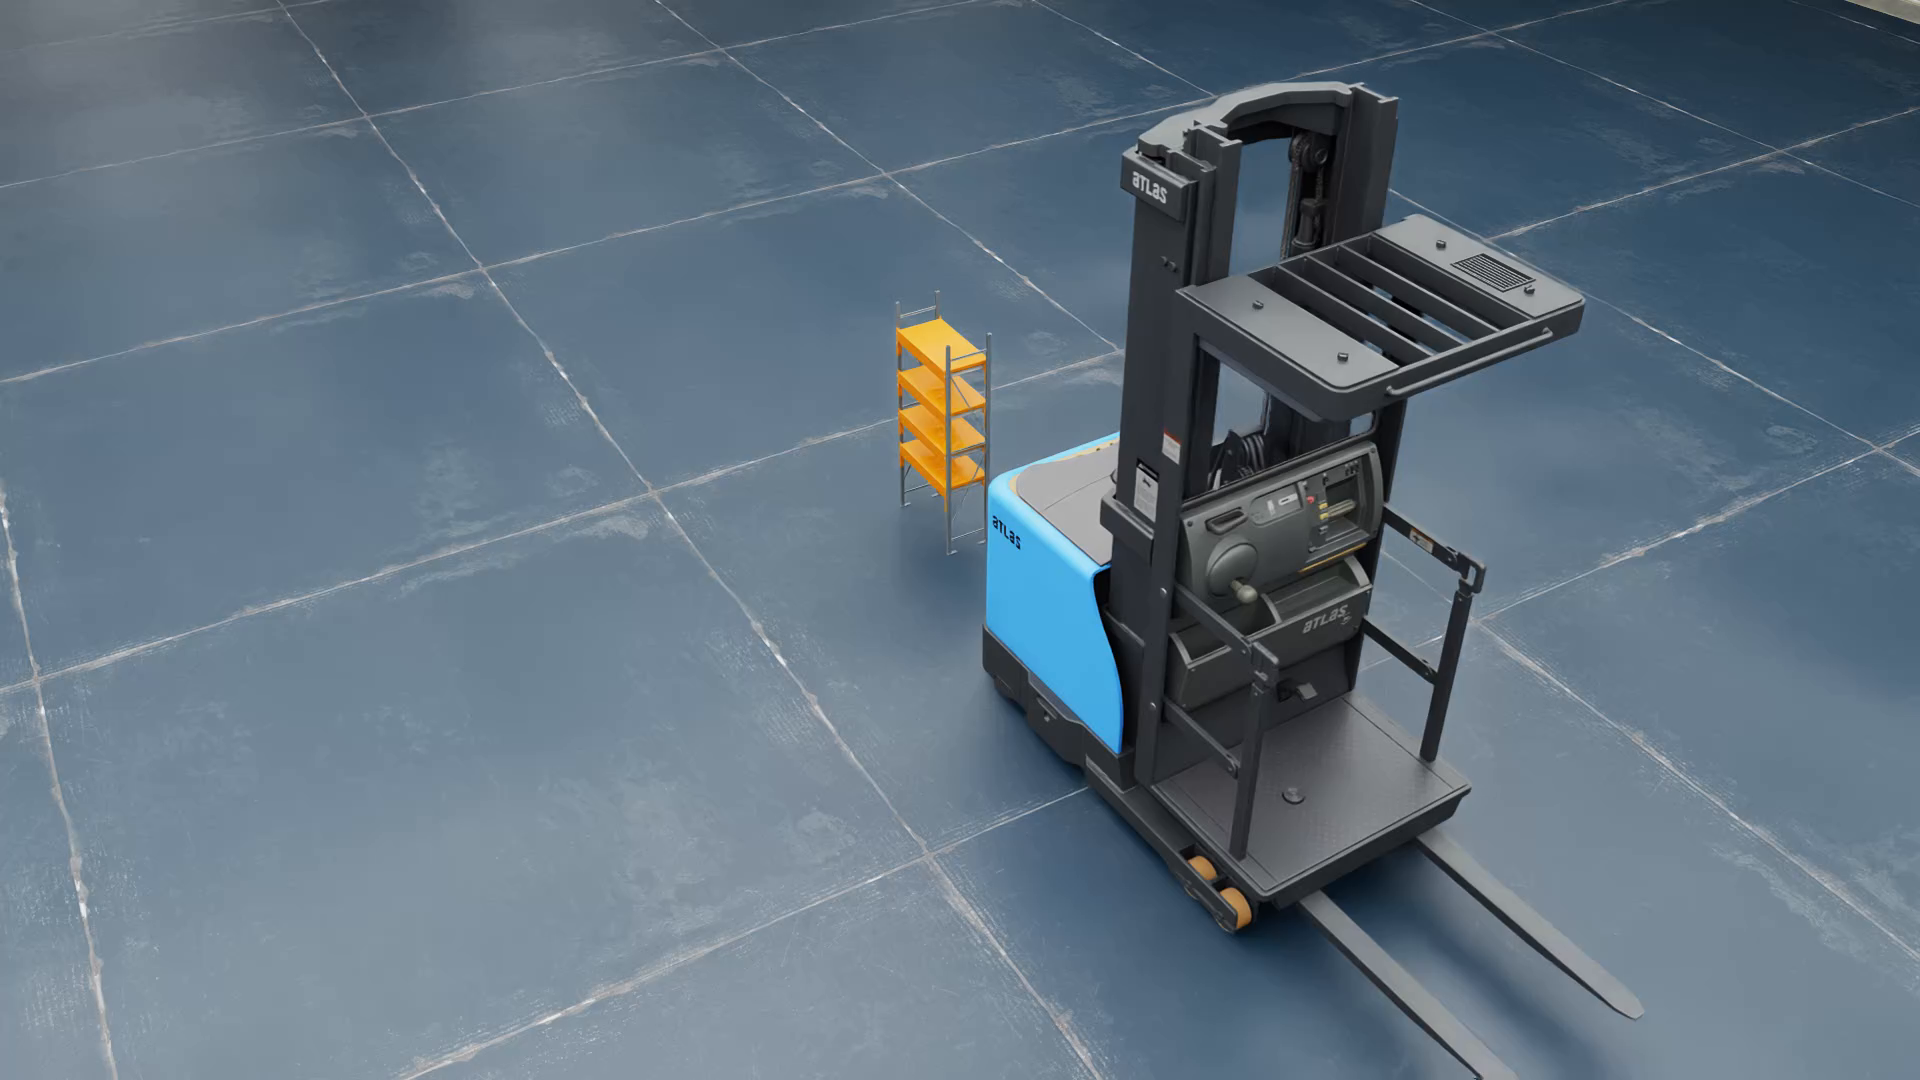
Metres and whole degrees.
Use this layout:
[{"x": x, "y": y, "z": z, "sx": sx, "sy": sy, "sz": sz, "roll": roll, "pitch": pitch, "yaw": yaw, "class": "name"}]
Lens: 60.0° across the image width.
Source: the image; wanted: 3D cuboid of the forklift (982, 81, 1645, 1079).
[{"x": 1.315, "y": 0.005, "z": 5.986, "sx": 1.130, "sy": 2.935, "sz": 3.031, "roll": -21, "pitch": 41, "yaw": -26, "class": "forklift"}]

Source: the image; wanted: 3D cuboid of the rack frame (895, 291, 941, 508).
[{"x": -0.206, "y": -0.693, "z": 8.409, "sx": 0.240, "sy": 1.200, "sz": 0.015, "roll": -19, "pitch": 40, "yaw": -24, "class": "rack frame"}]

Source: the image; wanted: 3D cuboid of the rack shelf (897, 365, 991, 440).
[{"x": -0.083, "y": -0.695, "z": 8.147, "sx": 0.258, "sy": 0.148, "sz": 0.480, "roll": -19, "pitch": 40, "yaw": -24, "class": "rack shelf"}]

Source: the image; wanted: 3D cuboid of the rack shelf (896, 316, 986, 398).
[{"x": -0.083, "y": -0.886, "z": 8.007, "sx": 0.258, "sy": 0.148, "sz": 0.480, "roll": -19, "pitch": 40, "yaw": -24, "class": "rack shelf"}]

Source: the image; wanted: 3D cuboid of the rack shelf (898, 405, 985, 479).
[{"x": -0.083, "y": -0.515, "z": 8.279, "sx": 0.258, "sy": 0.148, "sz": 0.480, "roll": -19, "pitch": 40, "yaw": -24, "class": "rack shelf"}]

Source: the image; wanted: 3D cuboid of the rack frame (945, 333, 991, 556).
[{"x": 0.039, "y": -0.445, "z": 8.069, "sx": 0.240, "sy": 1.200, "sz": 0.015, "roll": -19, "pitch": 40, "yaw": -24, "class": "rack frame"}]

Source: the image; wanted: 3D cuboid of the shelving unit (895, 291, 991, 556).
[{"x": -0.083, "y": -0.569, "z": 8.239, "sx": 0.258, "sy": 1.200, "sz": 0.503, "roll": -19, "pitch": 40, "yaw": -24, "class": "shelving unit"}]

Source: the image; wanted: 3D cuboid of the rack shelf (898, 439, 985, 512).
[{"x": -0.083, "y": -0.354, "z": 8.396, "sx": 0.258, "sy": 0.148, "sz": 0.480, "roll": -19, "pitch": 40, "yaw": -24, "class": "rack shelf"}]
